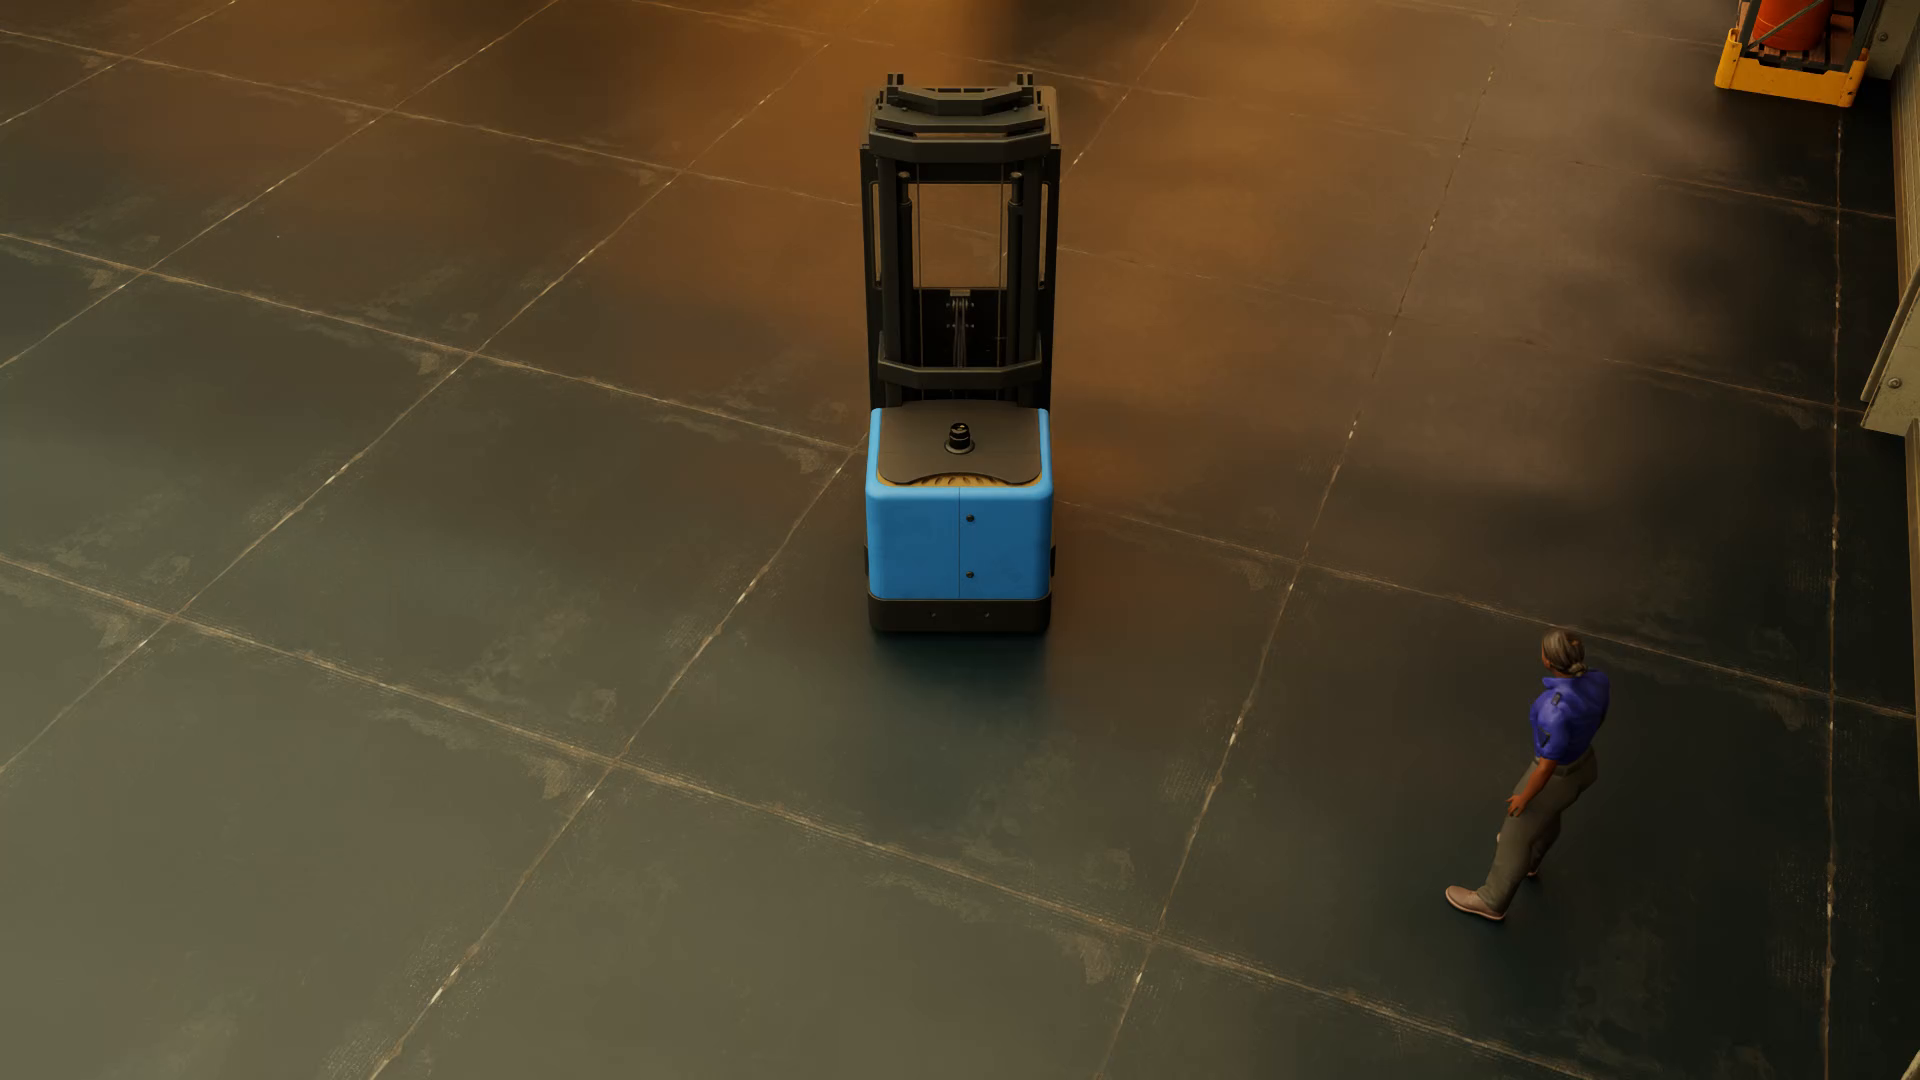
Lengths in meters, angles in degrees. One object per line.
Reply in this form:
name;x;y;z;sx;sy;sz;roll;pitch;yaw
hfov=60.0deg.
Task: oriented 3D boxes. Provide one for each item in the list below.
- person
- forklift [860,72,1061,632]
person;2.703;1.076;7.722;0.625;1.658;0.405;-29;48;-30
forklift;0.002;-1.515;9.816;1.130;2.935;3.031;0;40;0
